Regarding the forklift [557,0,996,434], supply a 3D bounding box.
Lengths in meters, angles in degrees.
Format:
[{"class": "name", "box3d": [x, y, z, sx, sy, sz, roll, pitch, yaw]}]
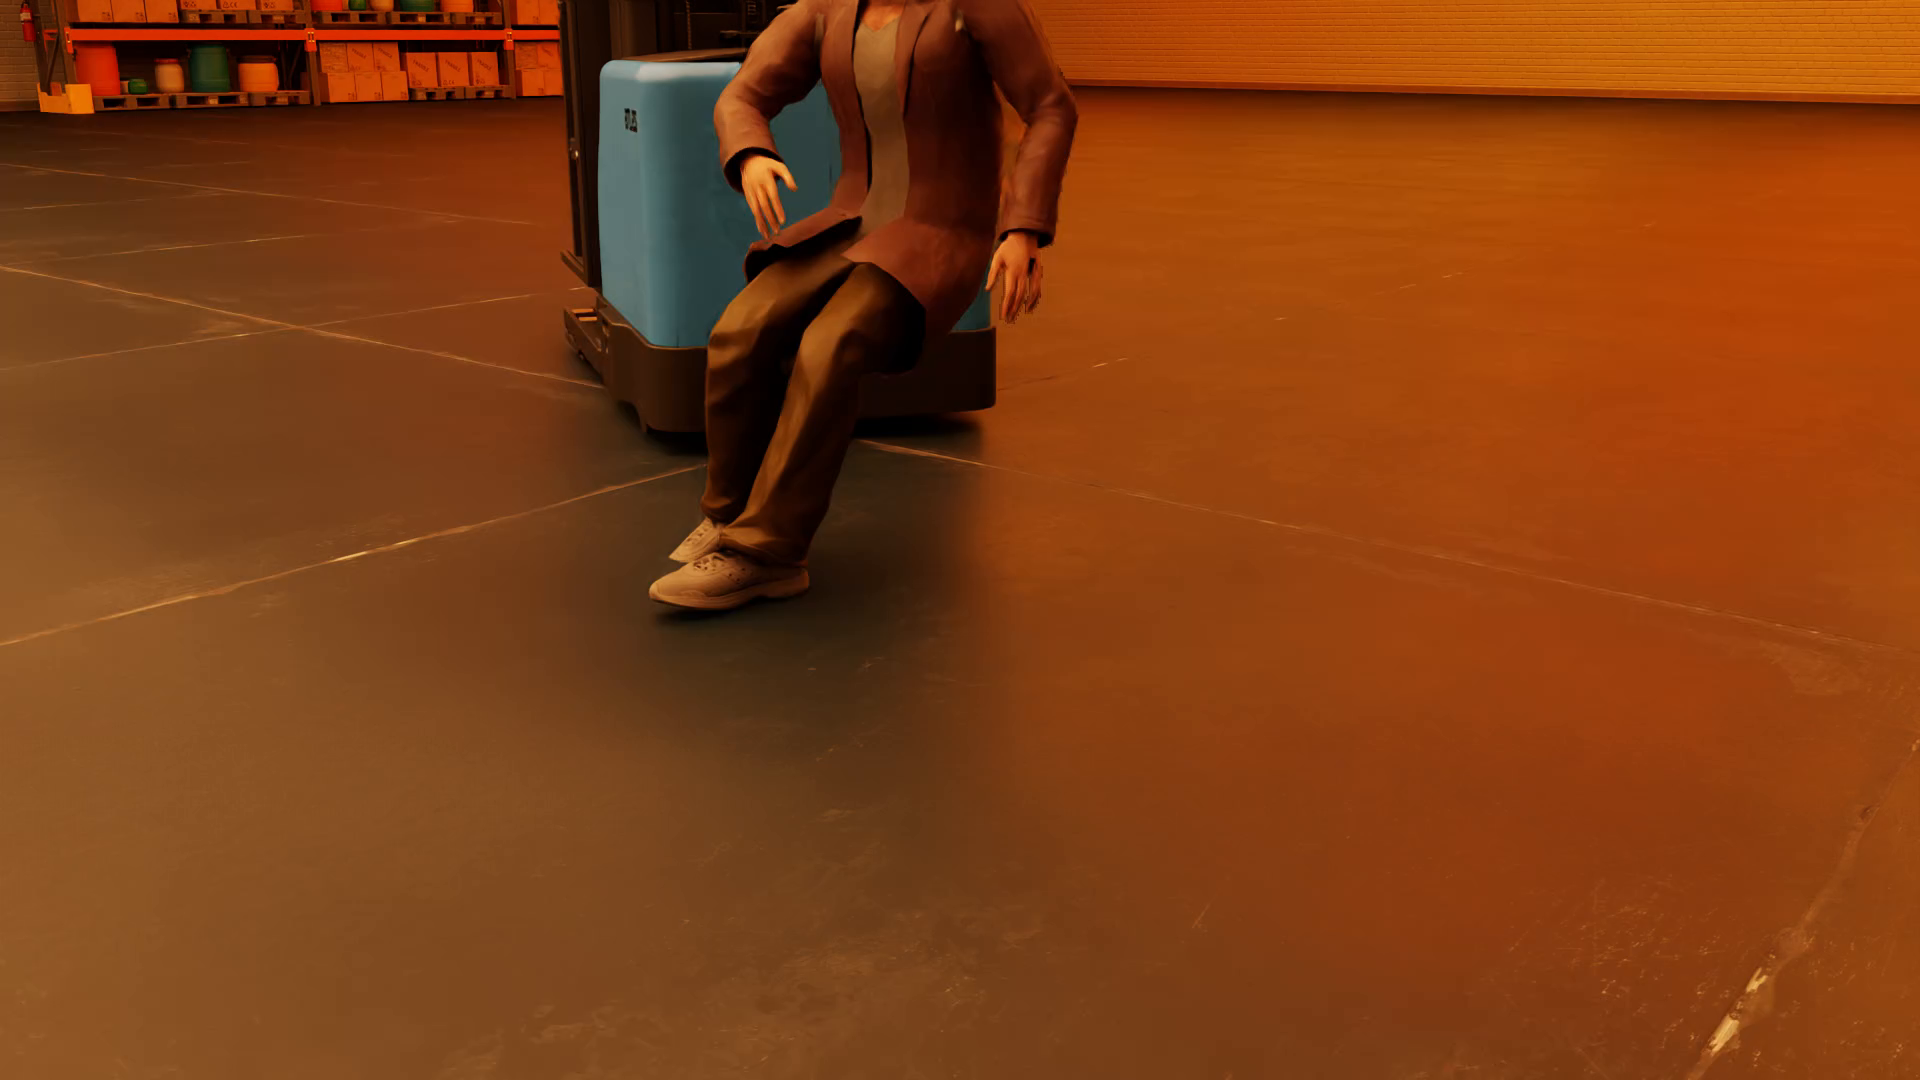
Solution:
[{"class": "forklift", "box3d": [-0.862, -2.093, 5.791, 1.130, 2.935, 3.031, -6, 18, -19]}]

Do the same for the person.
[{"class": "person", "box3d": [-0.276, -0.616, 3.521, 0.833, 1.565, 0.947, 8, 19, 26]}]
